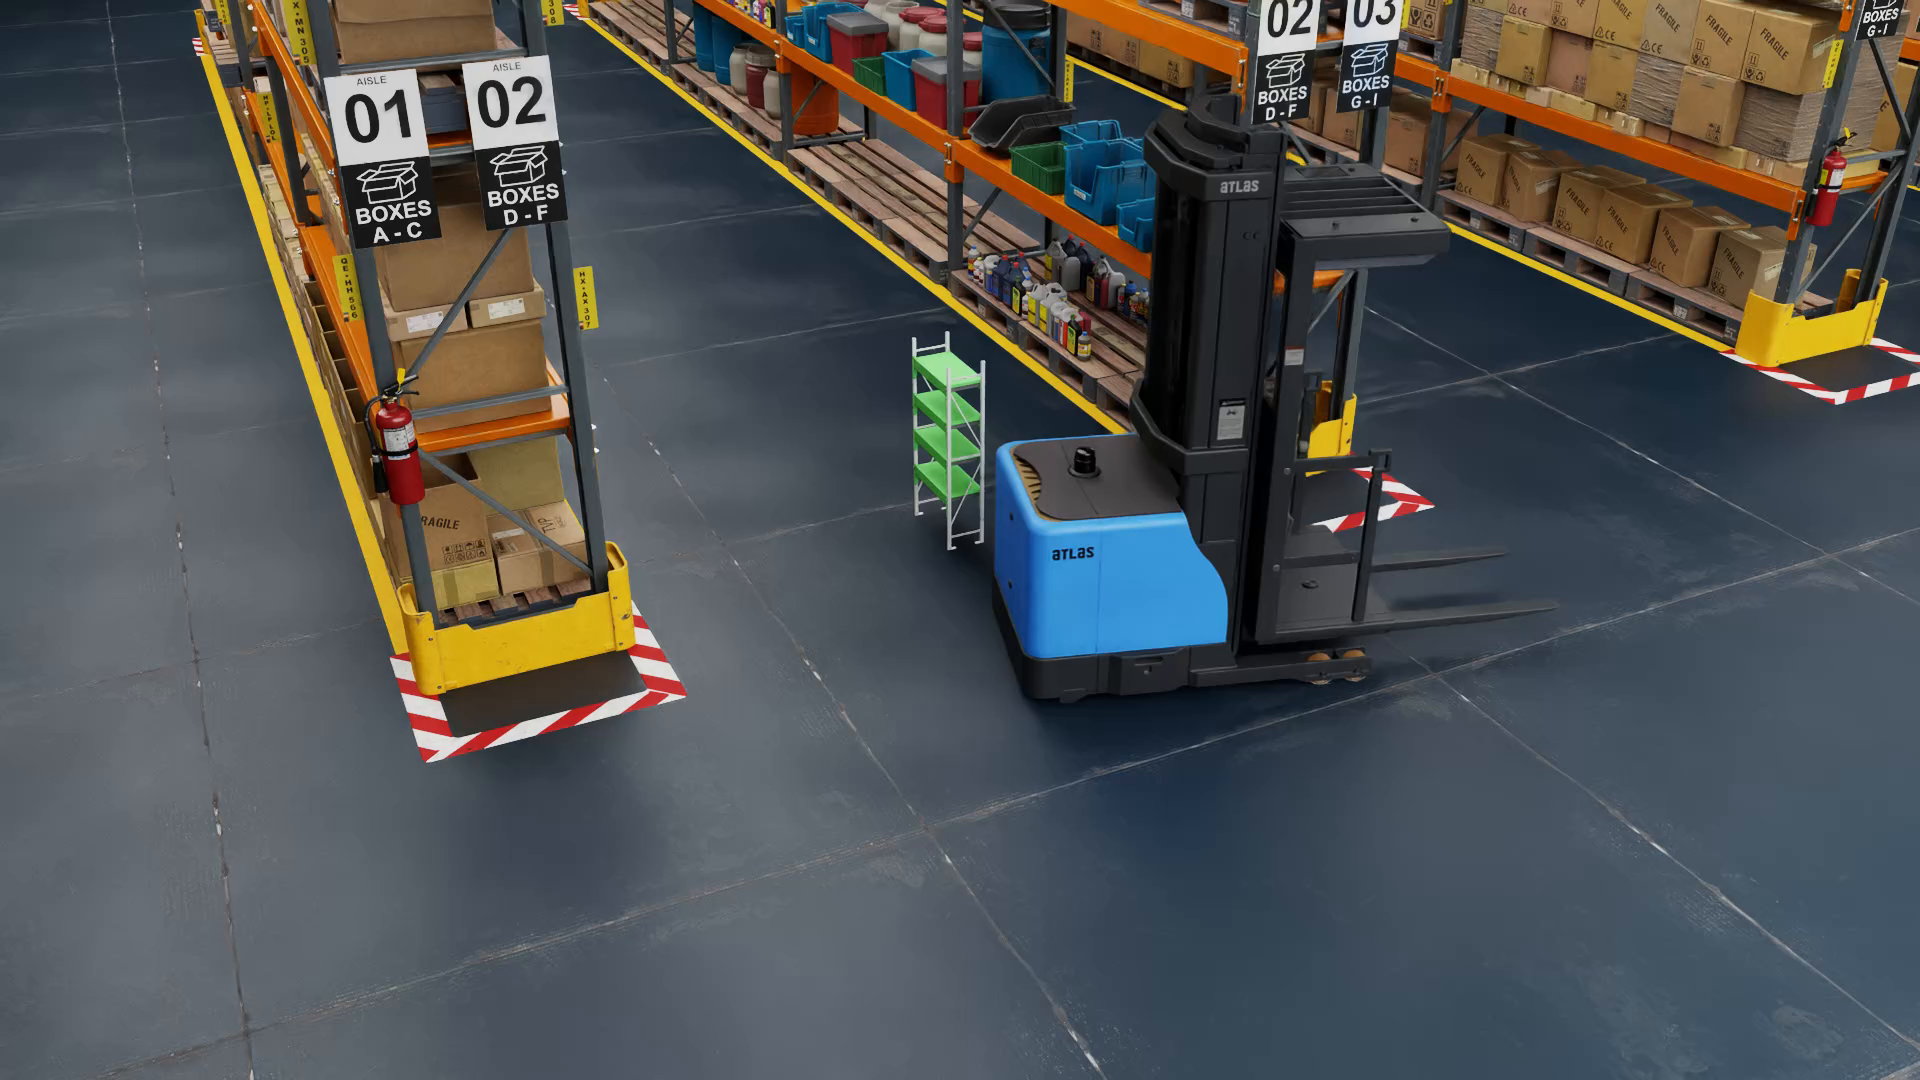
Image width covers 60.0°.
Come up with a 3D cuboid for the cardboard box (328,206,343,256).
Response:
[{"bbox_3d":[-3.675,-2.072,10.748,0.700,0.500,0.500,-13,32,-22],"label":"cardboard box"}]

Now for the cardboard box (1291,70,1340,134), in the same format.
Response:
[{"bbox_3d":[3.933,-4.618,17.498,0.700,0.500,0.500,-10,31,-18],"label":"cardboard box"}]

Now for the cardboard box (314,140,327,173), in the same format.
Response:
[{"bbox_3d":[-3.689,-2.646,10.446,0.700,0.500,0.500,-13,32,-22],"label":"cardboard box"}]

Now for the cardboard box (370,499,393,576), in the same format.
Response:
[{"bbox_3d":[-3.109,-0.064,9.653,0.500,0.250,0.500,-13,32,-22],"label":"cardboard box"}]

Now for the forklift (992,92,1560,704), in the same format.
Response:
[{"bbox_3d":[1.744,-0.759,8.579,3.031,2.935,1.130,-5,30,-8],"label":"forklift"}]

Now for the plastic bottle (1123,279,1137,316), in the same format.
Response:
[{"bbox_3d":[1.315,-1.879,12.847,0.097,0.271,0.097,0,29,0],"label":"plastic bottle"}]

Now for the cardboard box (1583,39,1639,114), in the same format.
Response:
[{"bbox_3d":[5.649,-3.837,13.592,0.875,0.500,0.500,-13,32,-22],"label":"cardboard box"}]

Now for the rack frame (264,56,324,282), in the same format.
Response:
[{"bbox_3d":[-4.103,-2.454,11.533,1.000,3.000,0.127,-13,32,-22],"label":"rack frame"}]

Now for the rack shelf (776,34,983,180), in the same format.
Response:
[{"bbox_3d":[-0.486,-4.062,15.136,1.077,0.370,4.000,-13,32,-22],"label":"rack shelf"}]

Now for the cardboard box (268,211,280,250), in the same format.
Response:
[{"bbox_3d":[-5.644,-2.690,14.336,0.500,0.250,0.500,-14,32,-23],"label":"cardboard box"}]

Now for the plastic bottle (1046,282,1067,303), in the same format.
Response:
[{"bbox_3d":[0.730,-1.824,12.744,0.152,0.276,0.135,-13,32,-22],"label":"plastic bottle"}]

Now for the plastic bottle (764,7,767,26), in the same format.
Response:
[{"bbox_3d":[-1.937,-5.317,16.841,0.097,0.201,0.097,0,29,0],"label":"plastic bottle"}]

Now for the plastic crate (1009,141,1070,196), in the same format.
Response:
[{"bbox_3d":[0.700,-2.741,12.261,0.450,0.188,0.662,-13,32,-22],"label":"plastic crate"}]

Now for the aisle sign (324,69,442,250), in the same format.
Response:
[{"bbox_3d":[-2.623,-1.731,7.584,0.394,0.787,0.004,-13,32,-22],"label":"aisle sign"}]

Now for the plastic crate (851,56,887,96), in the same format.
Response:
[{"bbox_3d":[-0.630,-4.110,14.703,0.450,0.188,0.662,-13,32,-22],"label":"plastic crate"}]

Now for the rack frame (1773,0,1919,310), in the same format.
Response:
[{"bbox_3d":[6.563,-2.766,12.088,1.000,3.000,0.127,-13,32,-22],"label":"rack frame"}]

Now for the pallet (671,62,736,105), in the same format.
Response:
[{"bbox_3d":[-2.769,-5.461,19.745,1.003,0.211,1.213,-13,32,-22],"label":"pallet"}]

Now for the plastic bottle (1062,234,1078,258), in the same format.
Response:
[{"bbox_3d":[0.909,-2.305,13.526,0.144,0.351,0.185,-14,32,-23],"label":"plastic bottle"}]

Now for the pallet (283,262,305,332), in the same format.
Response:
[{"bbox_3d":[-4.982,-2.095,13.743,1.003,0.211,1.213,-13,32,-22],"label":"pallet"}]

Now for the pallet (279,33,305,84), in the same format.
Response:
[{"bbox_3d":[-3.194,-2.815,9.199,1.003,0.211,1.213,-13,32,-22],"label":"pallet"}]

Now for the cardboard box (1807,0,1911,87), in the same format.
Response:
[{"bbox_3d":[6.573,-3.675,12.282,0.500,0.500,0.500,-13,32,-22],"label":"cardboard box"}]

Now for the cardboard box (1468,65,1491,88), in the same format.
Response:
[{"bbox_3d":[4.762,-4.152,14.817,0.380,0.149,0.250,-13,32,-22],"label":"cardboard box"}]

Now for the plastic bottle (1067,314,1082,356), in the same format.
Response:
[{"bbox_3d":[0.838,-1.500,12.158,0.061,0.283,0.133,-12,32,-21],"label":"plastic bottle"}]

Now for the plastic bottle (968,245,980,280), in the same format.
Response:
[{"bbox_3d":[0.113,-2.262,13.529,0.097,0.271,0.097,0,29,0],"label":"plastic bottle"}]

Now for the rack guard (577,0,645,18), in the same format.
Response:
[{"bbox_3d":[-4.802,-7.711,23.463,1.175,0.500,0.348,-13,32,-22],"label":"rack guard"}]

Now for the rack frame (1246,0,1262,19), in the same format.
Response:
[{"bbox_3d":[2.089,-4.342,8.766,1.000,3.000,0.127,-13,32,-22],"label":"rack frame"}]

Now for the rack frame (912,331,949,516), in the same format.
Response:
[{"bbox_3d":[-0.176,-0.704,10.252,0.240,1.200,0.015,-13,32,-22],"label":"rack frame"}]

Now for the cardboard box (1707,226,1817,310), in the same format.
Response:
[{"bbox_3d":[6.310,-2.138,13.095,0.500,0.500,0.500,-7,30,-13],"label":"cardboard box"}]

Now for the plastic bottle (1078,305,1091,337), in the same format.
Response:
[{"bbox_3d":[0.917,-1.592,12.322,0.061,0.283,0.133,-13,32,-22],"label":"plastic bottle"}]

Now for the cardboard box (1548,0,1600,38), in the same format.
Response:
[{"bbox_3d":[5.239,-4.448,13.660,0.500,0.500,0.500,-13,32,-22],"label":"cardboard box"}]

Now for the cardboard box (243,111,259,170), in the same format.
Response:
[{"bbox_3d":[-6.656,-3.915,16.244,0.500,0.500,0.500,-14,32,-24],"label":"cardboard box"}]

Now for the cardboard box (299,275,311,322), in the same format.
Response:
[{"bbox_3d":[-4.536,-1.801,12.177,0.500,0.311,0.500,-13,32,-22],"label":"cardboard box"}]

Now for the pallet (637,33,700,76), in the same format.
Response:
[{"bbox_3d":[-3.413,-6.127,20.934,1.003,0.211,1.213,-13,32,-22],"label":"pallet"}]

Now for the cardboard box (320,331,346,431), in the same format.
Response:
[{"bbox_3d":[-3.757,-1.053,10.649,0.500,0.500,0.500,-13,32,-22],"label":"cardboard box"}]

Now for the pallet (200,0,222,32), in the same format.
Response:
[{"bbox_3d":[-7.293,-5.529,17.212,1.003,0.211,1.213,-13,32,-22],"label":"pallet"}]

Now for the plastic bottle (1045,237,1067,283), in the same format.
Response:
[{"bbox_3d":[0.779,-2.275,13.472,0.144,0.351,0.185,-13,32,-22],"label":"plastic bottle"}]

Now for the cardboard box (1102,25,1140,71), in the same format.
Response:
[{"bbox_3d":[2.475,-6.261,20.064,1.225,0.875,0.875,-13,32,-22],"label":"cardboard box"}]

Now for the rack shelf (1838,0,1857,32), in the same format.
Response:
[{"bbox_3d":[5.704,-4.644,13.106,1.077,0.370,4.000,-13,32,-22],"label":"rack shelf"}]

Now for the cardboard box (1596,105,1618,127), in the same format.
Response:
[{"bbox_3d":[5.470,-3.504,13.662,0.380,0.149,0.250,-13,32,-22],"label":"cardboard box"}]

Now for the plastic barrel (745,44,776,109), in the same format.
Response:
[{"bbox_3d":[-2.055,-5.102,18.291,0.600,0.588,0.708,-13,32,-22],"label":"plastic barrel"}]

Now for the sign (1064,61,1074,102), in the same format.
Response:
[{"bbox_3d":[0.874,-3.724,13.514,0.100,0.325,0.005,-13,32,-22],"label":"sign"}]

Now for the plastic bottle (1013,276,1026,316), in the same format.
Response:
[{"bbox_3d":[0.458,-1.891,12.856,0.061,0.283,0.133,-12,31,-20],"label":"plastic bottle"}]

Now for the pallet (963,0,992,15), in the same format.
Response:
[{"bbox_3d":[0.628,-7.742,23.814,1.003,0.211,1.213,-13,32,-22],"label":"pallet"}]

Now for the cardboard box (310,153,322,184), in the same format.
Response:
[{"bbox_3d":[-3.942,-2.397,10.665,0.380,0.149,0.250,-14,32,-23],"label":"cardboard box"}]

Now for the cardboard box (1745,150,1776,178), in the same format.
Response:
[{"bbox_3d":[6.147,-2.849,12.494,0.380,0.149,0.250,-13,32,-22],"label":"cardboard box"}]

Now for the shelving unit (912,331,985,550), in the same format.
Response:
[{"bbox_3d":[-0.071,-0.596,10.060,0.258,1.200,0.503,-13,32,-22],"label":"shelving unit"}]

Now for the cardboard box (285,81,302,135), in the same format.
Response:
[{"bbox_3d":[-5.085,-3.527,13.344,0.500,0.500,0.500,-15,33,-25],"label":"cardboard box"}]

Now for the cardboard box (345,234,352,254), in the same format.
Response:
[{"bbox_3d":[-3.279,-1.714,9.448,0.380,0.149,0.250,-12,32,-21],"label":"cardboard box"}]

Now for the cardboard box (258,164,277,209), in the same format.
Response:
[{"bbox_3d":[-5.861,-3.157,14.594,0.500,0.311,0.500,-12,31,-20],"label":"cardboard box"}]

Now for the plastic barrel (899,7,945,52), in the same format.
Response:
[{"bbox_3d":[-0.341,-4.536,15.106,0.433,0.535,0.433,0,29,0],"label":"plastic barrel"}]

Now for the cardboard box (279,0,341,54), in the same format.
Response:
[{"bbox_3d":[-3.118,-2.628,8.356,0.500,0.250,0.500,-13,32,-22],"label":"cardboard box"}]

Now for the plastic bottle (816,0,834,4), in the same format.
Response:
[{"bbox_3d":[-1.376,-5.433,16.971,0.152,0.276,0.135,-13,32,-22],"label":"plastic bottle"}]

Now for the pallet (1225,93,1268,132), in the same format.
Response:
[{"bbox_3d":[3.462,-4.738,18.456,1.003,0.211,1.213,-13,32,-22],"label":"pallet"}]
